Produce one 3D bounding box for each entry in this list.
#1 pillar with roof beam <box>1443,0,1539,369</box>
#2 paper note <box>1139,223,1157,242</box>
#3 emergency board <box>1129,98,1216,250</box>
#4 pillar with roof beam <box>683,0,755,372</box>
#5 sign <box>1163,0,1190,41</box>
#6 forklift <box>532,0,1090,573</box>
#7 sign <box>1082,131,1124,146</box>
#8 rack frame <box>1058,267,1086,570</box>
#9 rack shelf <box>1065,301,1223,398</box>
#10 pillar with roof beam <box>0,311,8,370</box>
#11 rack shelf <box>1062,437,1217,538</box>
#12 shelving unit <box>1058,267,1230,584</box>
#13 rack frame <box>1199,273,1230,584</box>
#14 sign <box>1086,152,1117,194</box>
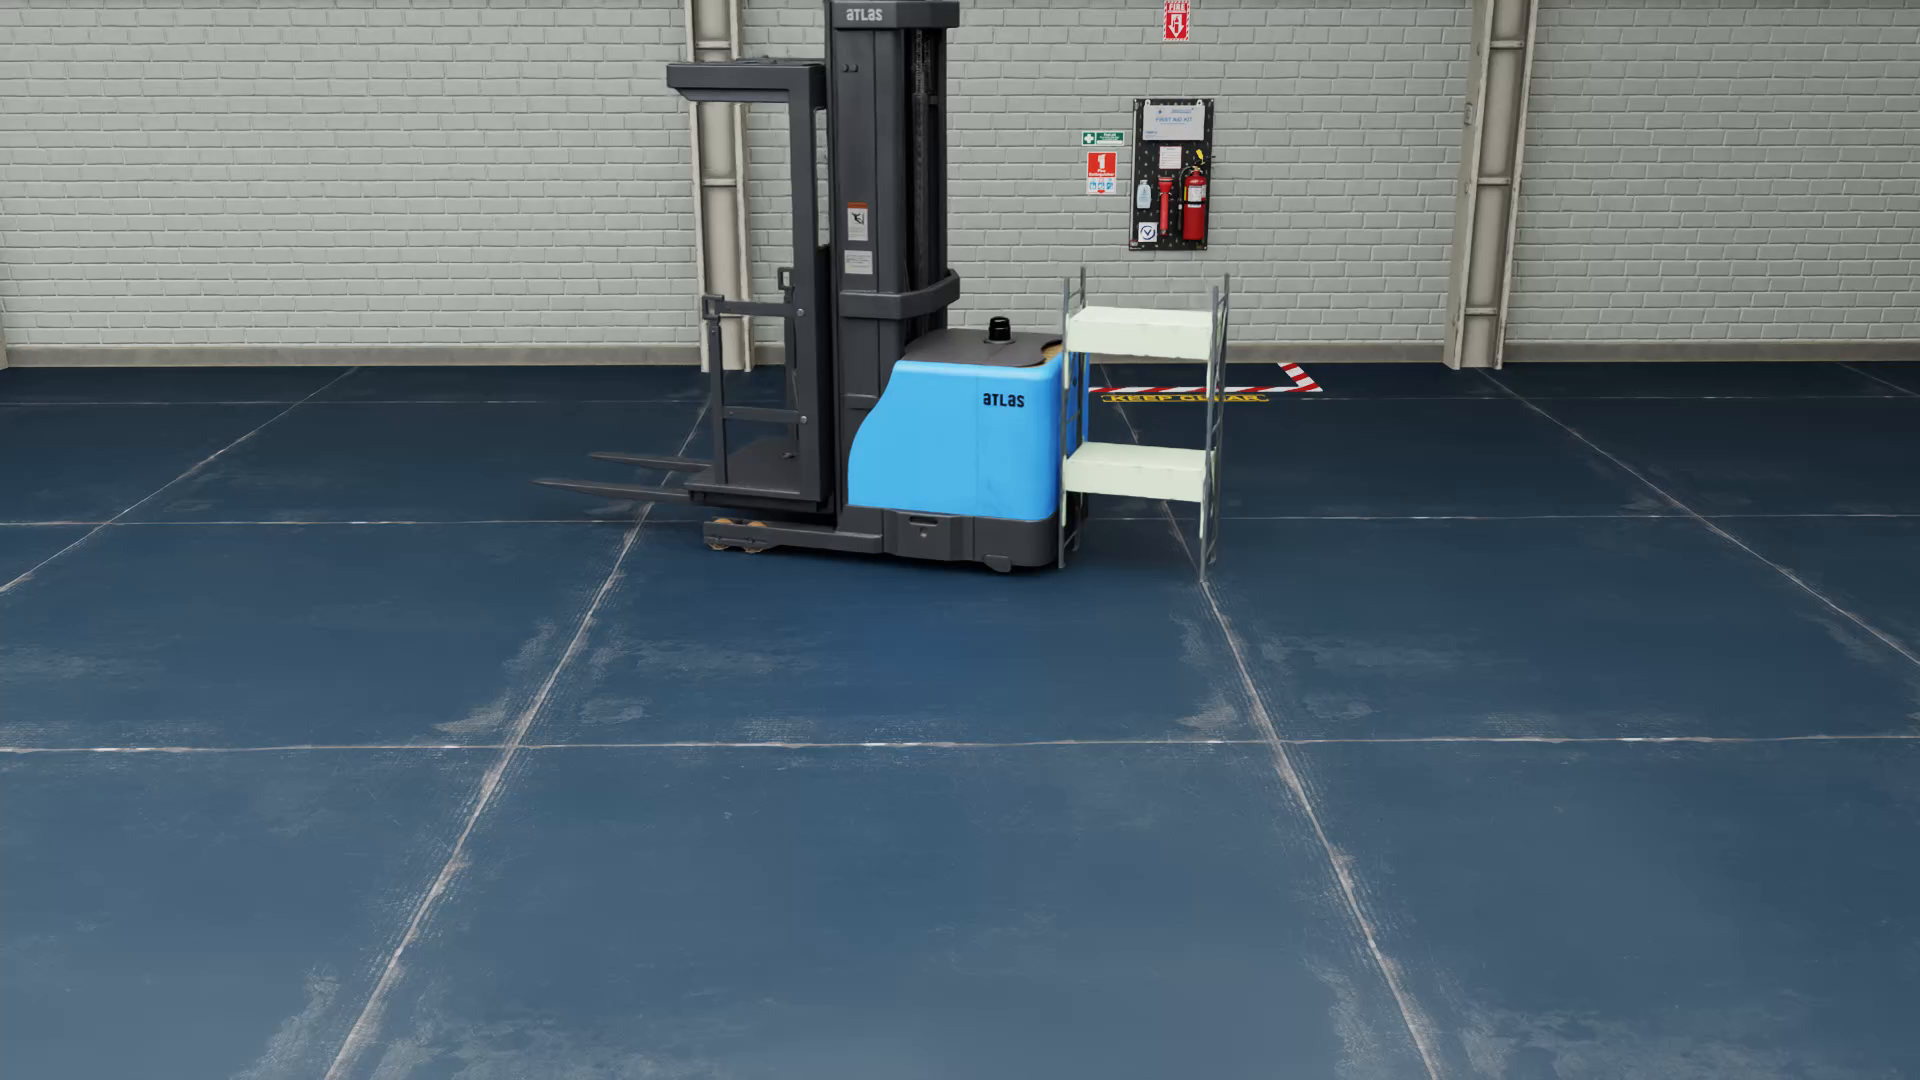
[{"bbox_3d":[4.208,-4.383,7.980,0.400,9.000,9.100,0,18,-1],"label":"pillar with roof beam"},{"bbox_3d":[1.490,-2.442,13.192,0.142,0.148,0.016,0,18,-1],"label":"paper note"},{"bbox_3d":[1.668,-2.841,12.994,0.643,1.169,0.194,0,18,-1],"label":"emergency board"},{"bbox_3d":[-1.792,-4.355,7.890,0.400,9.000,9.100,0,18,-1],"label":"pillar with roof beam"},{"bbox_3d":[1.658,-3.976,12.735,0.199,0.298,0.001,0,18,-1],"label":"sign"},{"bbox_3d":[-0.862,-1.472,8.837,3.031,2.935,1.130,5,19,16],"label":"forklift"},{"bbox_3d":[1.118,-3.137,12.990,0.331,0.109,0.001,0,18,-1],"label":"sign"},{"bbox_3d":[0.574,-0.620,8.524,0.023,1.500,0.400,5,19,16],"label":"rack frame"},{"bbox_3d":[0.924,-0.959,8.303,0.720,0.370,0.431,5,19,16],"label":"rack shelf"},{"bbox_3d":[-7.791,-4.326,7.800,0.400,9.000,9.100,0,18,-1],"label":"pillar with roof beam"},{"bbox_3d":[0.924,-0.277,8.522,0.720,0.370,0.431,5,19,16],"label":"rack shelf"},{"bbox_3d":[0.924,-0.587,8.422,0.755,1.500,0.431,5,19,16],"label":"shelving unit"},{"bbox_3d":[1.274,-0.554,8.320,0.023,1.500,0.400,5,19,16],"label":"rack frame"},{"bbox_3d":[1.114,-2.887,13.079,0.234,0.329,0.001,0,18,-1],"label":"sign"}]
